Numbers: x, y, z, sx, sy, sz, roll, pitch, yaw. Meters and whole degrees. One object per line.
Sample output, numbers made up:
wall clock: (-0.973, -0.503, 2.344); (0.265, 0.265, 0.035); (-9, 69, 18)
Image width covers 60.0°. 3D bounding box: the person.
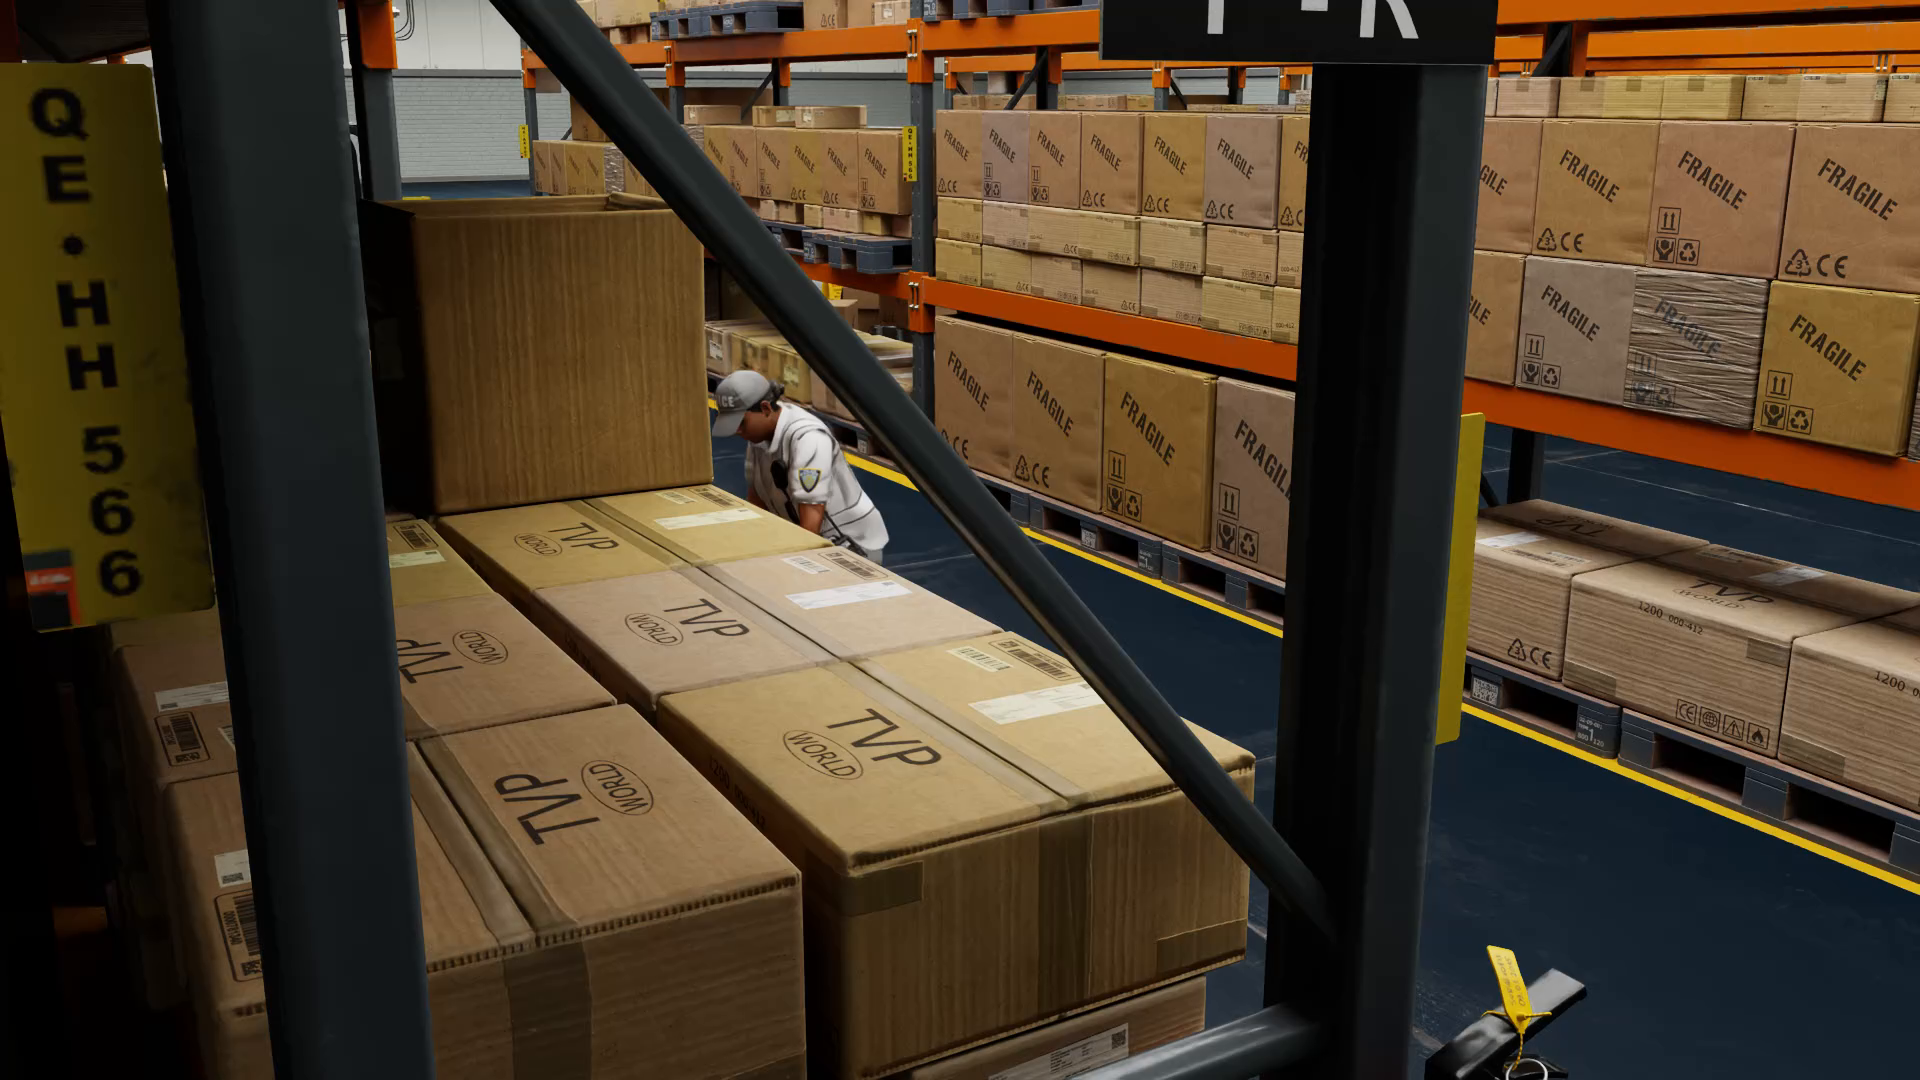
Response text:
person: (-0.591, 0.078, 6.148); (0.671, 1.457, 0.530); (-9, 17, -29)
